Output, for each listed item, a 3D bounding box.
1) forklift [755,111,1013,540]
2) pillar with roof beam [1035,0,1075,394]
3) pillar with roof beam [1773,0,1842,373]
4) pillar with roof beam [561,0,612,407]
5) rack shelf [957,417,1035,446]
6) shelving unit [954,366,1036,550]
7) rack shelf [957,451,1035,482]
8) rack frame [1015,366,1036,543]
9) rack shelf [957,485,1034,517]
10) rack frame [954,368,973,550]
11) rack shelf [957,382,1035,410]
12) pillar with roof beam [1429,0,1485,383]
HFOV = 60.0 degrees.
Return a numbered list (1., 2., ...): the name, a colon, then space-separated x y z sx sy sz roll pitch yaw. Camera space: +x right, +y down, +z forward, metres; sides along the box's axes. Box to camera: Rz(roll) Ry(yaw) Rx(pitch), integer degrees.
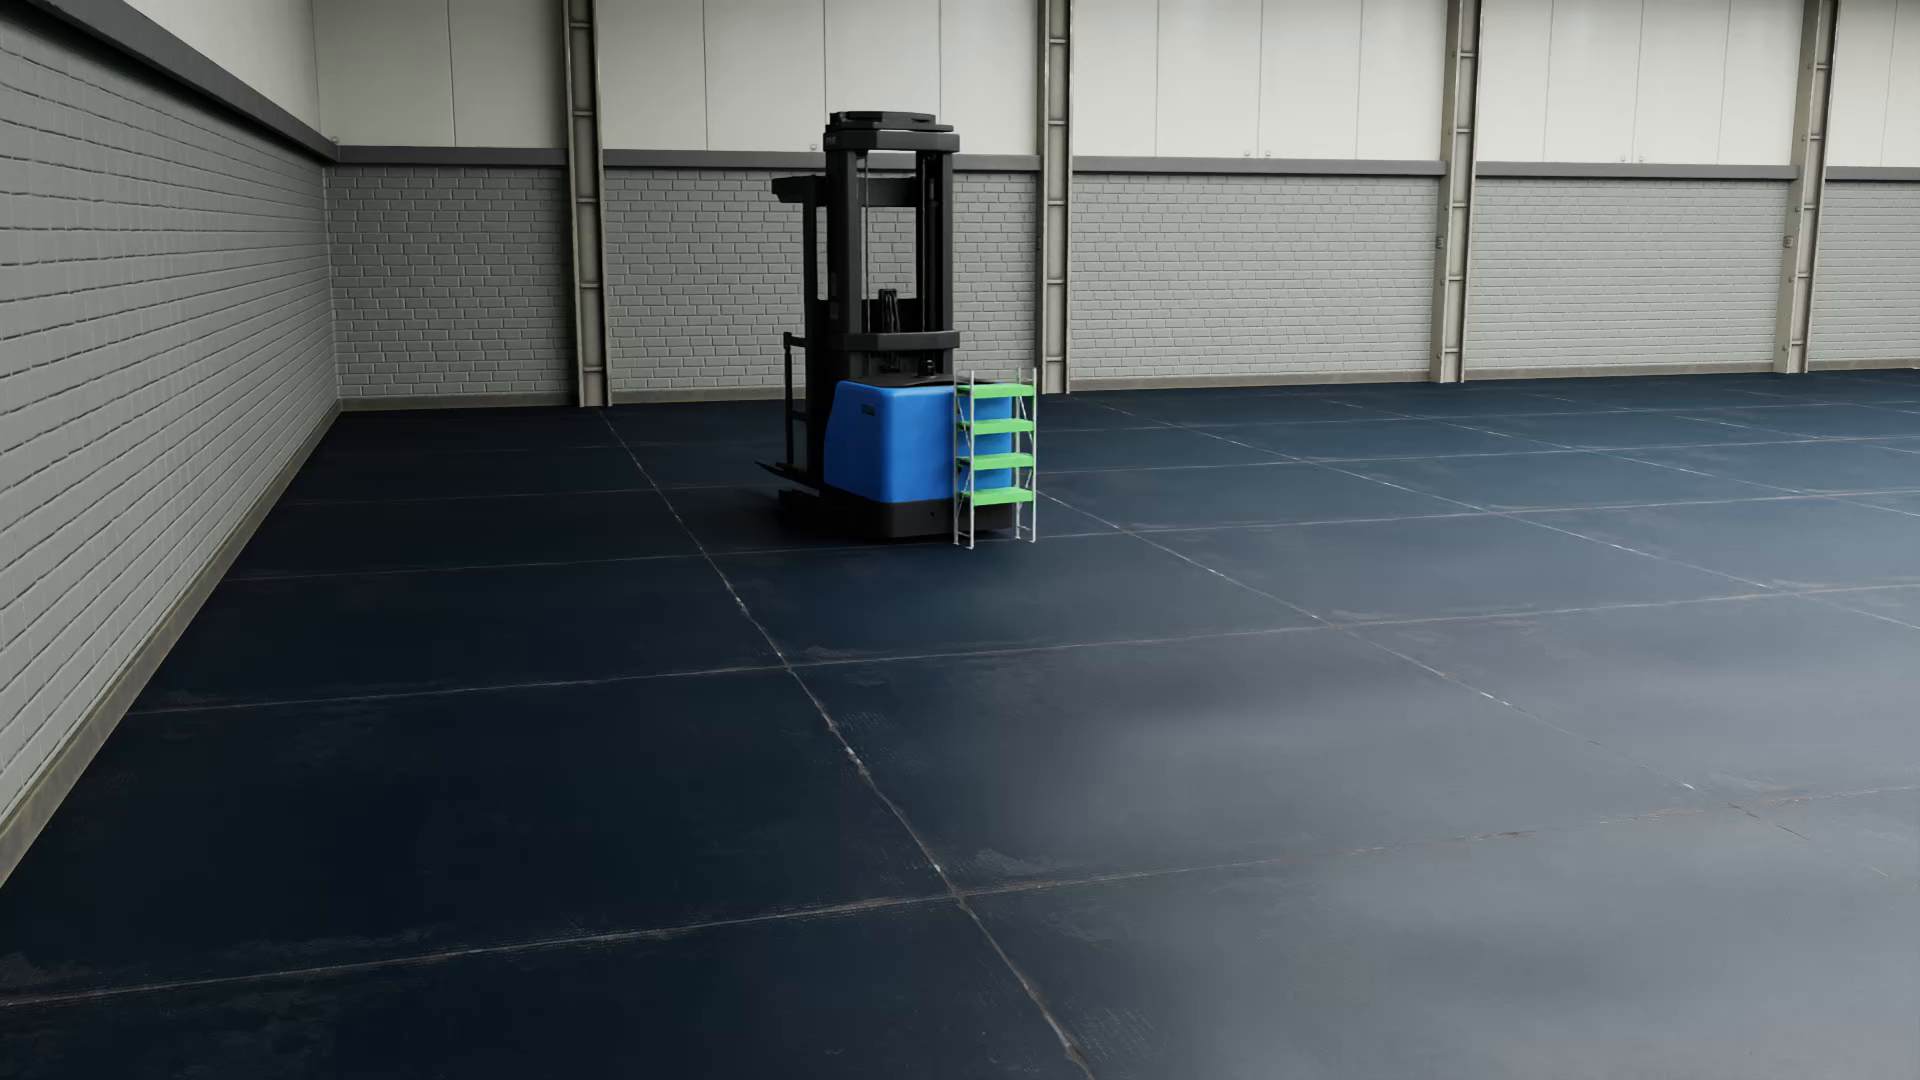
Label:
1. forklift: -0.736 -1.664 12.490 1.130 2.935 3.031 -5 12 -26
2. pillar with roof beam: 2.437 -5.652 17.391 0.400 9.000 9.100 -3 11 -16
3. pillar with roof beam: 13.959 -6.259 20.689 0.400 9.000 9.100 -3 11 -16
4. pillar with roof beam: -3.324 -5.348 15.742 0.400 9.000 9.100 -3 11 -16
5. rack shelf: 0.238 -0.740 11.278 0.480 0.148 0.258 -6 12 -29
6. shelving unit: 0.238 -0.567 11.310 0.503 1.200 0.258 -6 12 -29
7. rack shelf: 0.238 -0.504 11.322 0.480 0.148 0.258 -6 12 -29
8. rack frame: 0.451 -0.588 11.427 0.015 1.200 0.240 -6 12 -29
9. rack shelf: 0.238 -0.268 11.365 0.480 0.148 0.258 -6 12 -29
10. rack frame: 0.024 -0.545 11.193 0.015 1.200 0.240 -6 12 -29
11. rack shelf: 0.238 -0.976 11.235 0.480 0.148 0.258 -6 12 -29
12. pillar with roof beam: 8.198 -5.955 19.040 0.400 9.000 9.100 -3 11 -16
